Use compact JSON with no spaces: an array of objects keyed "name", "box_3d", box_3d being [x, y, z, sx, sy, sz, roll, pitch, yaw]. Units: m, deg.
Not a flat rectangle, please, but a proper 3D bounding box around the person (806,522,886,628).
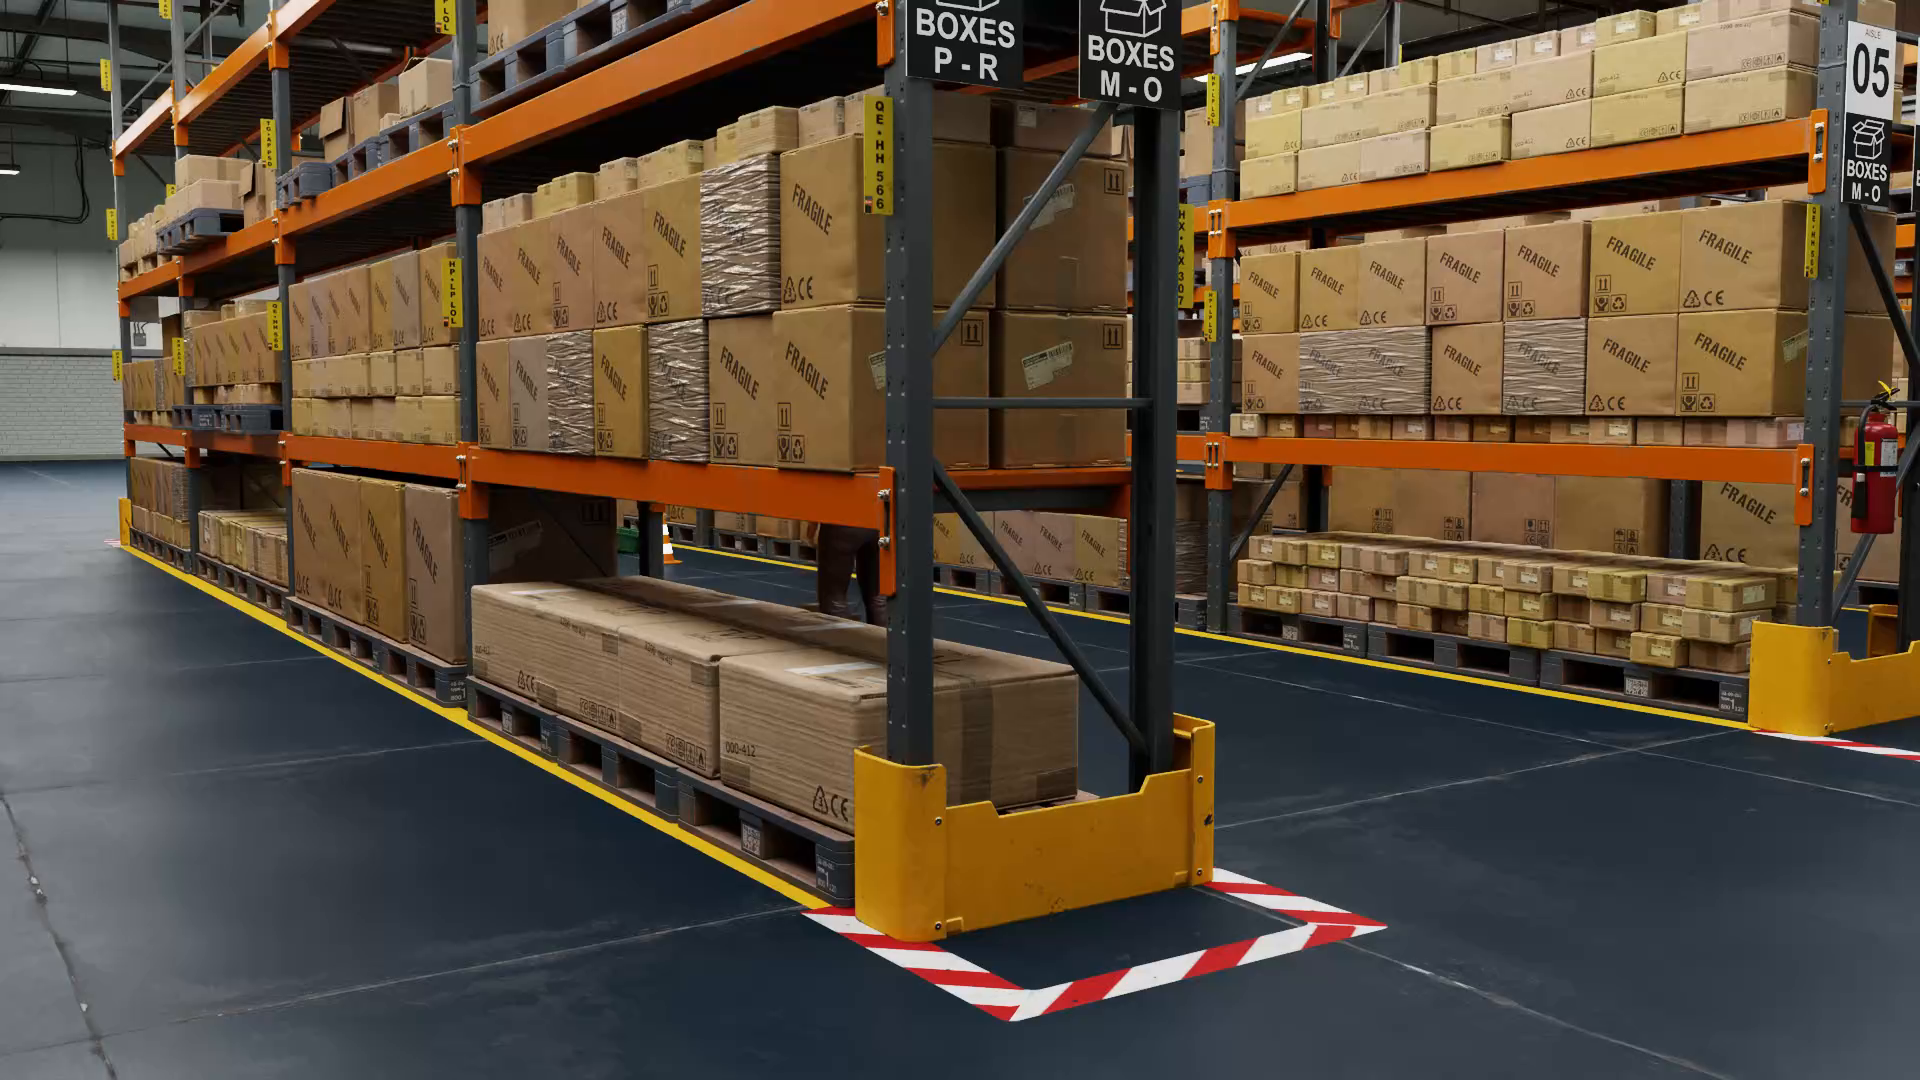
[{"name":"person","box_3d":[-0.574,-0.079,8.929,0.568,1.722,0.377,-3,6,-36]}]
